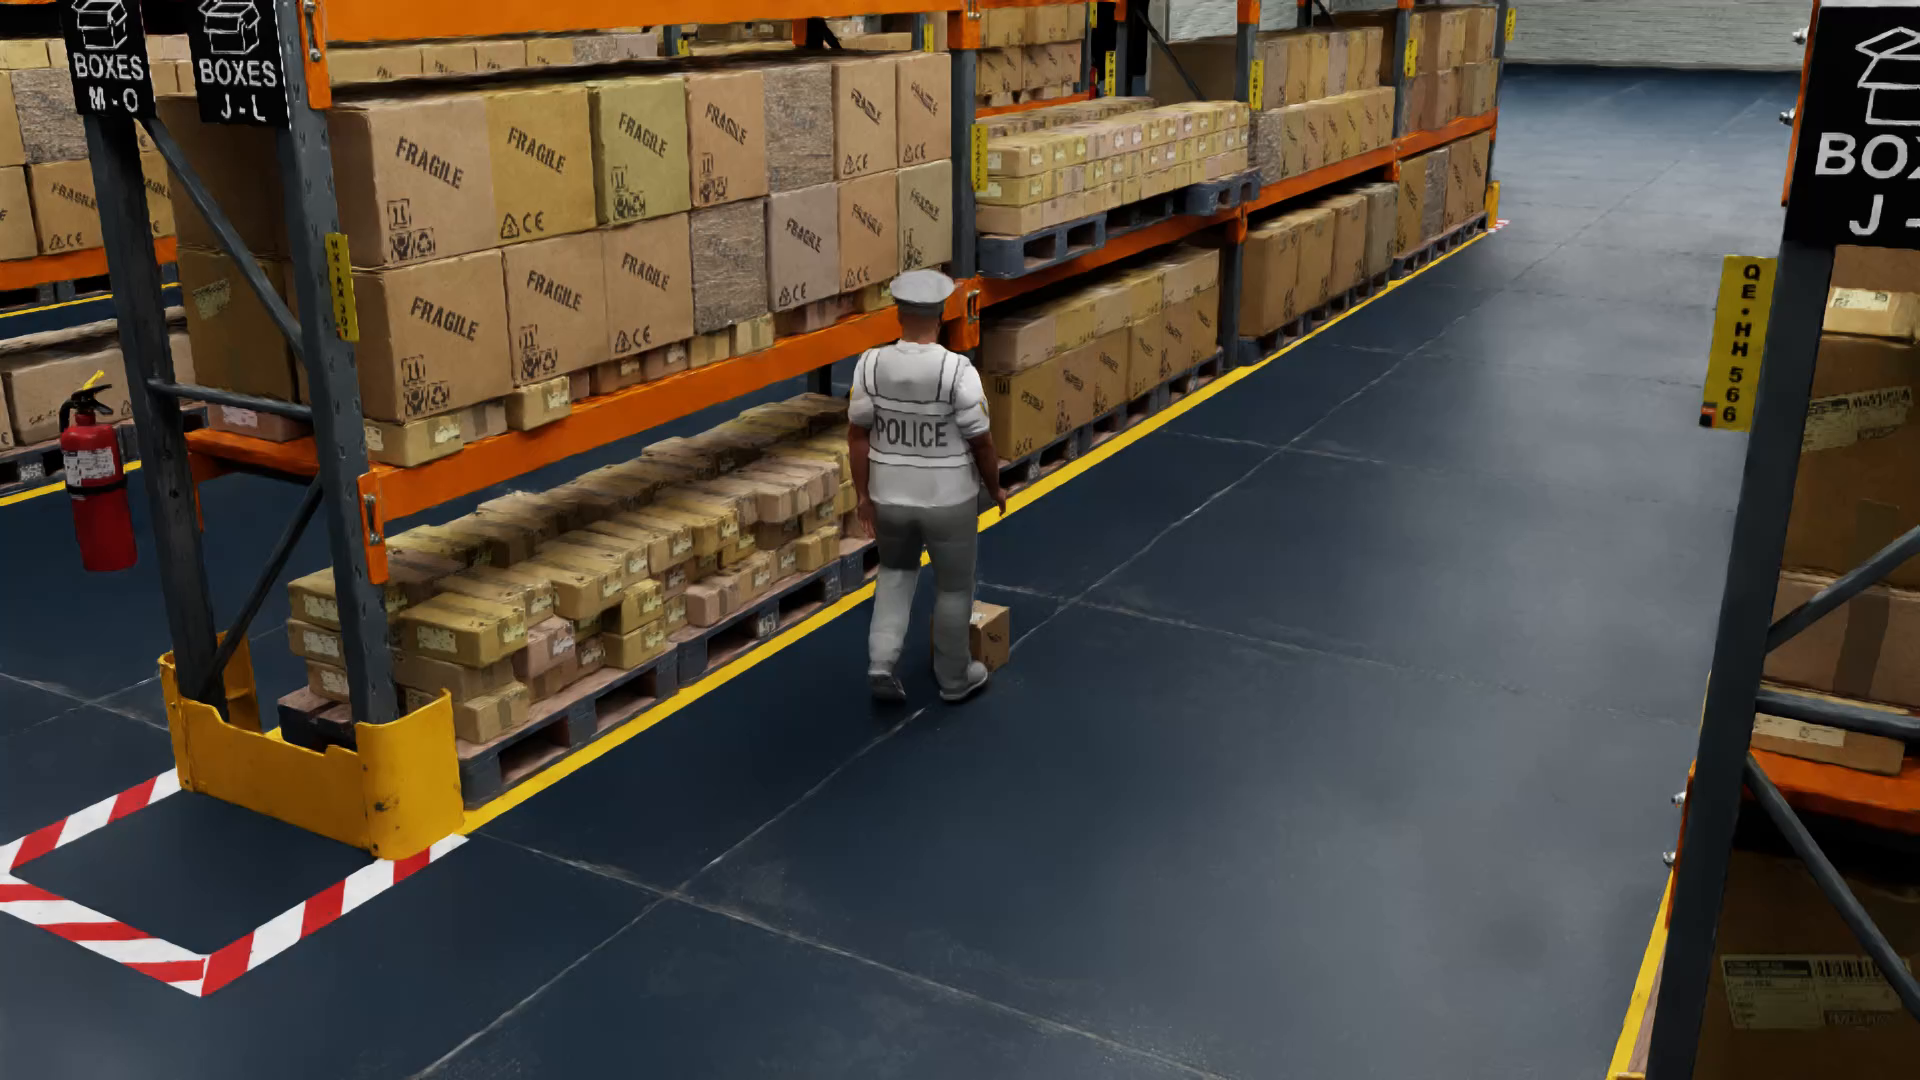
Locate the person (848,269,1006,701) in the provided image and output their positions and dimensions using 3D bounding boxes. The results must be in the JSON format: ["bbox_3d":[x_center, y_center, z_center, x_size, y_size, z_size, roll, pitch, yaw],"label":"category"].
[{"bbox_3d":[-0.116,-0.177,6.540,0.568,1.791,0.556,7,20,18],"label":"person"}]
